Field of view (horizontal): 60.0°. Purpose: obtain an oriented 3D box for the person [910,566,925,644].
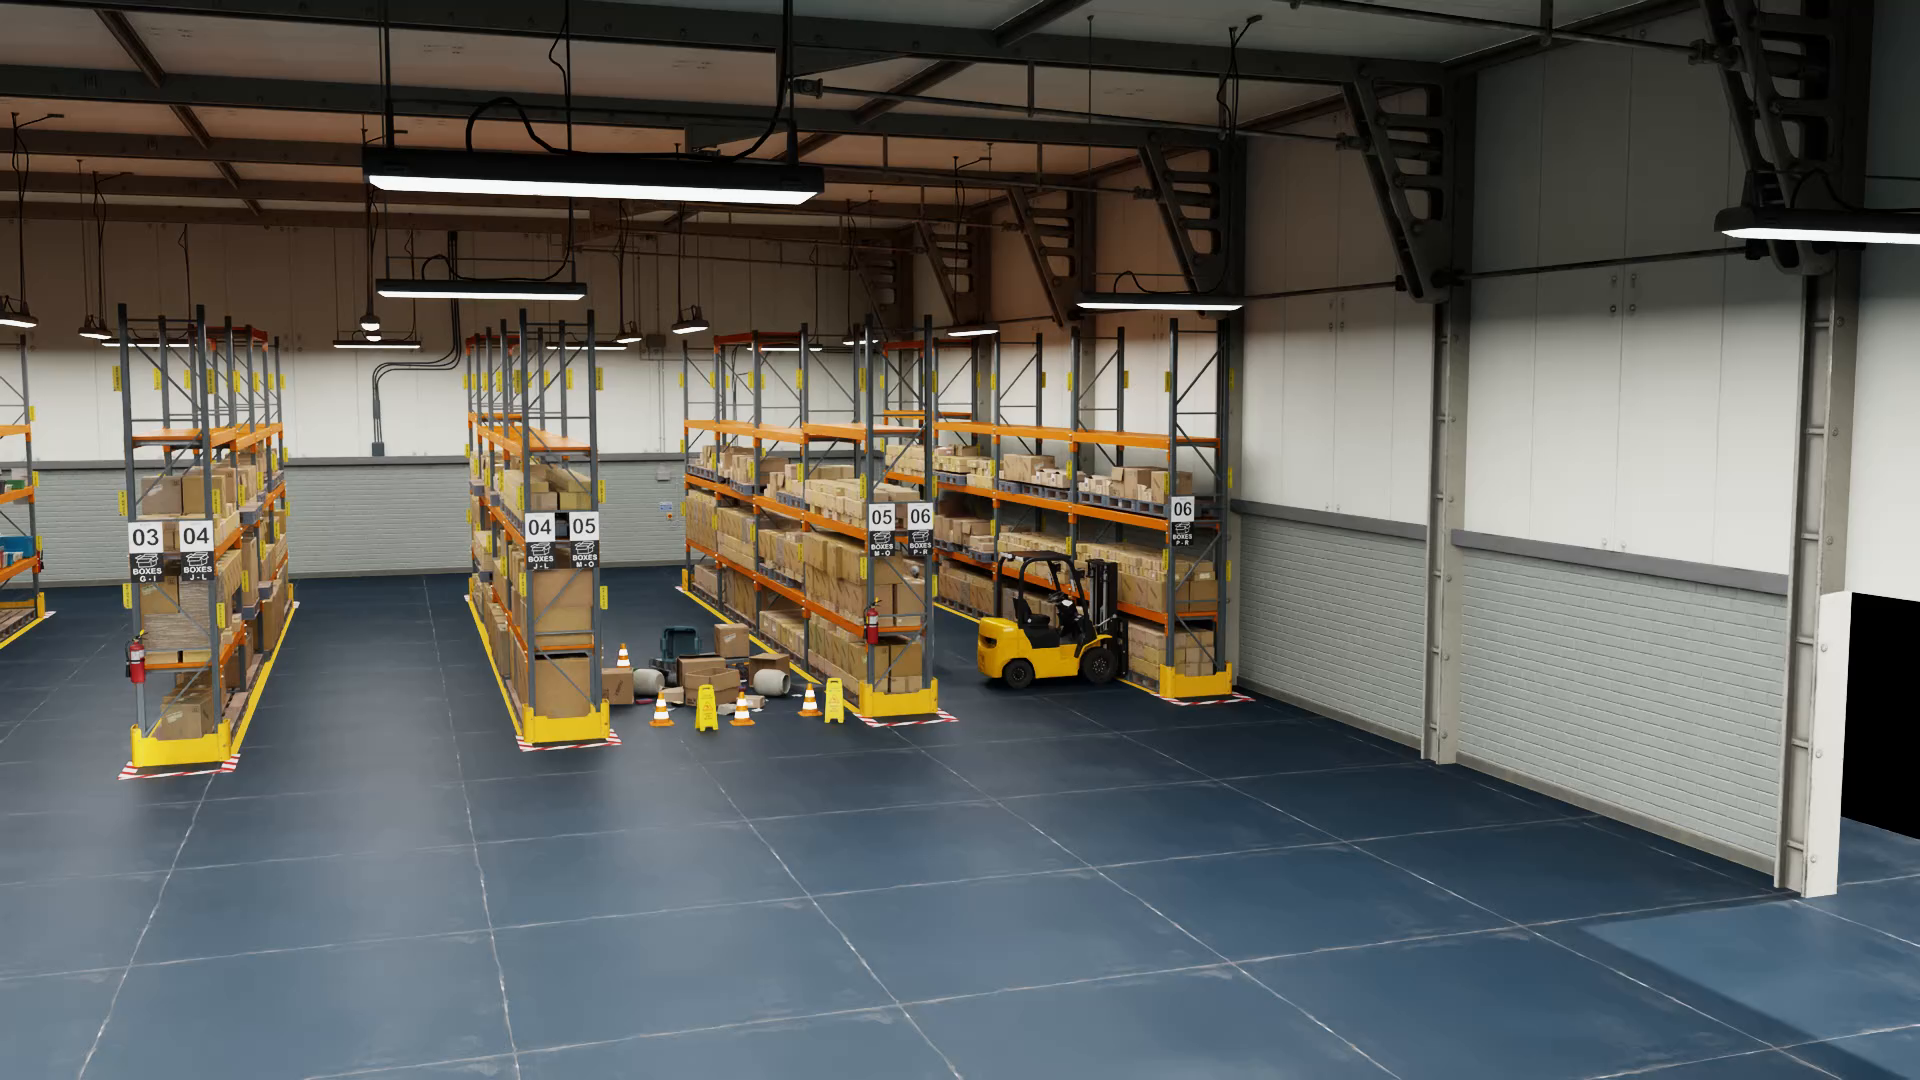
[{"bbox_3d":[-0.836,1.307,30.249,0.469,1.682,0.743,-2,6,-21],"label":"person"}]
